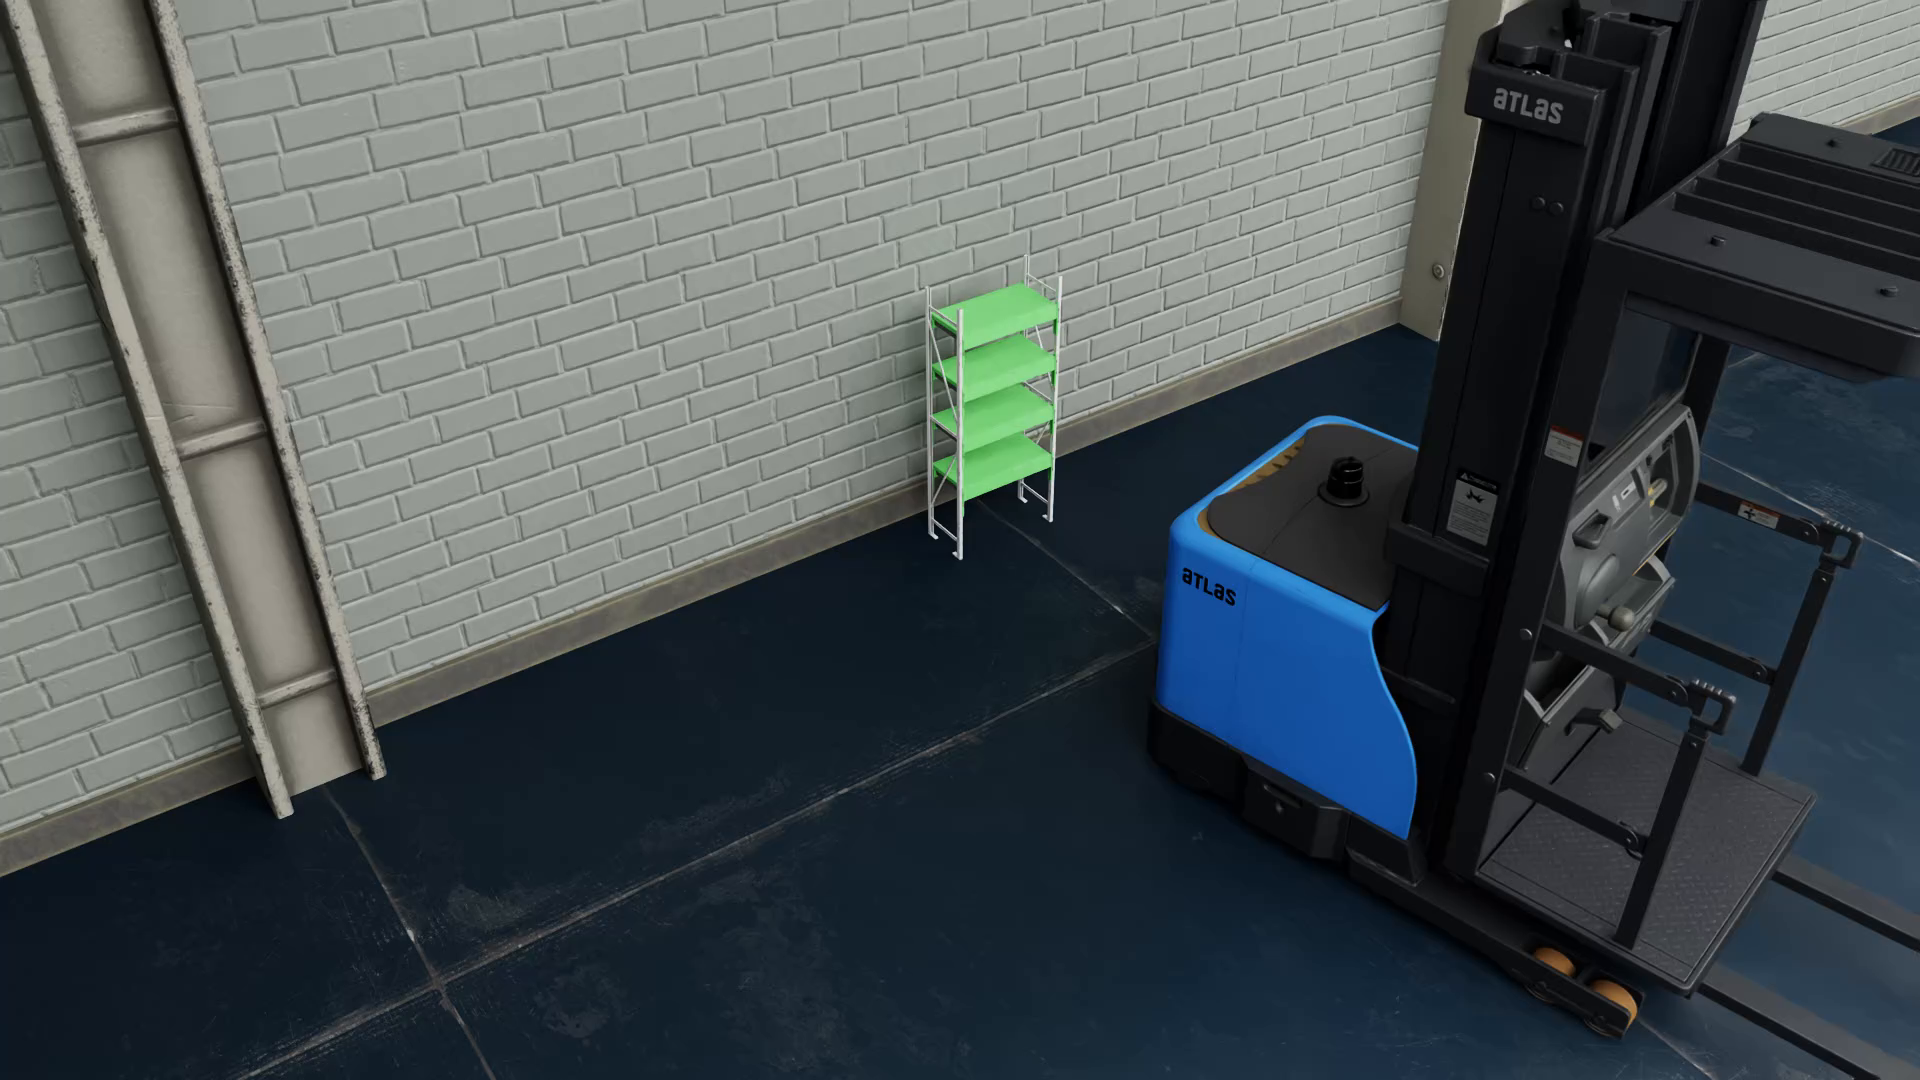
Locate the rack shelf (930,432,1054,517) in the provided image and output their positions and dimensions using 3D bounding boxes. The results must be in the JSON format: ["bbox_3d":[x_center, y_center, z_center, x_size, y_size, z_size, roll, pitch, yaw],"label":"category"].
[{"bbox_3d":[0.135,-0.296,7.155,0.480,0.148,0.258,-22,41,-28],"label":"rack shelf"}]

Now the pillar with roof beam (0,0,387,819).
[{"bbox_3d":[0.143,-0.750,0.586,0.400,9.000,9.100,-22,41,-28],"label":"pillar with roof beam"}]

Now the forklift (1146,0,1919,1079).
[{"bbox_3d":[2.116,-0.013,4.758,3.031,2.935,1.130,28,44,33],"label":"forklift"}]

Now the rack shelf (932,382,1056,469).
[{"bbox_3d":[0.135,-0.491,7.014,0.480,0.148,0.258,-22,41,-28],"label":"rack shelf"}]

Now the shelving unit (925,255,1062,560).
[{"bbox_3d":[0.135,-0.543,6.977,0.503,1.200,0.258,-22,41,-28],"label":"shelving unit"}]

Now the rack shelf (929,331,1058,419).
[{"bbox_3d":[0.135,-0.686,6.874,0.480,0.148,0.258,-22,41,-28],"label":"rack shelf"}]

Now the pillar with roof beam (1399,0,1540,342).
[{"bbox_3d":[5.048,-2.768,3.392,0.400,9.000,9.100,-22,41,-28],"label":"pillar with roof beam"}]

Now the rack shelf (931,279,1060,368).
[{"bbox_3d":[0.135,-0.881,6.734,0.480,0.148,0.258,-22,41,-28],"label":"rack shelf"}]

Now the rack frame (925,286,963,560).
[{"bbox_3d":[-0.064,-0.461,6.863,0.015,1.200,0.240,-22,41,-28],"label":"rack frame"}]

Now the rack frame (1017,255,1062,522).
[{"bbox_3d":[0.335,-0.625,7.091,0.015,1.200,0.240,-22,41,-28],"label":"rack frame"}]
